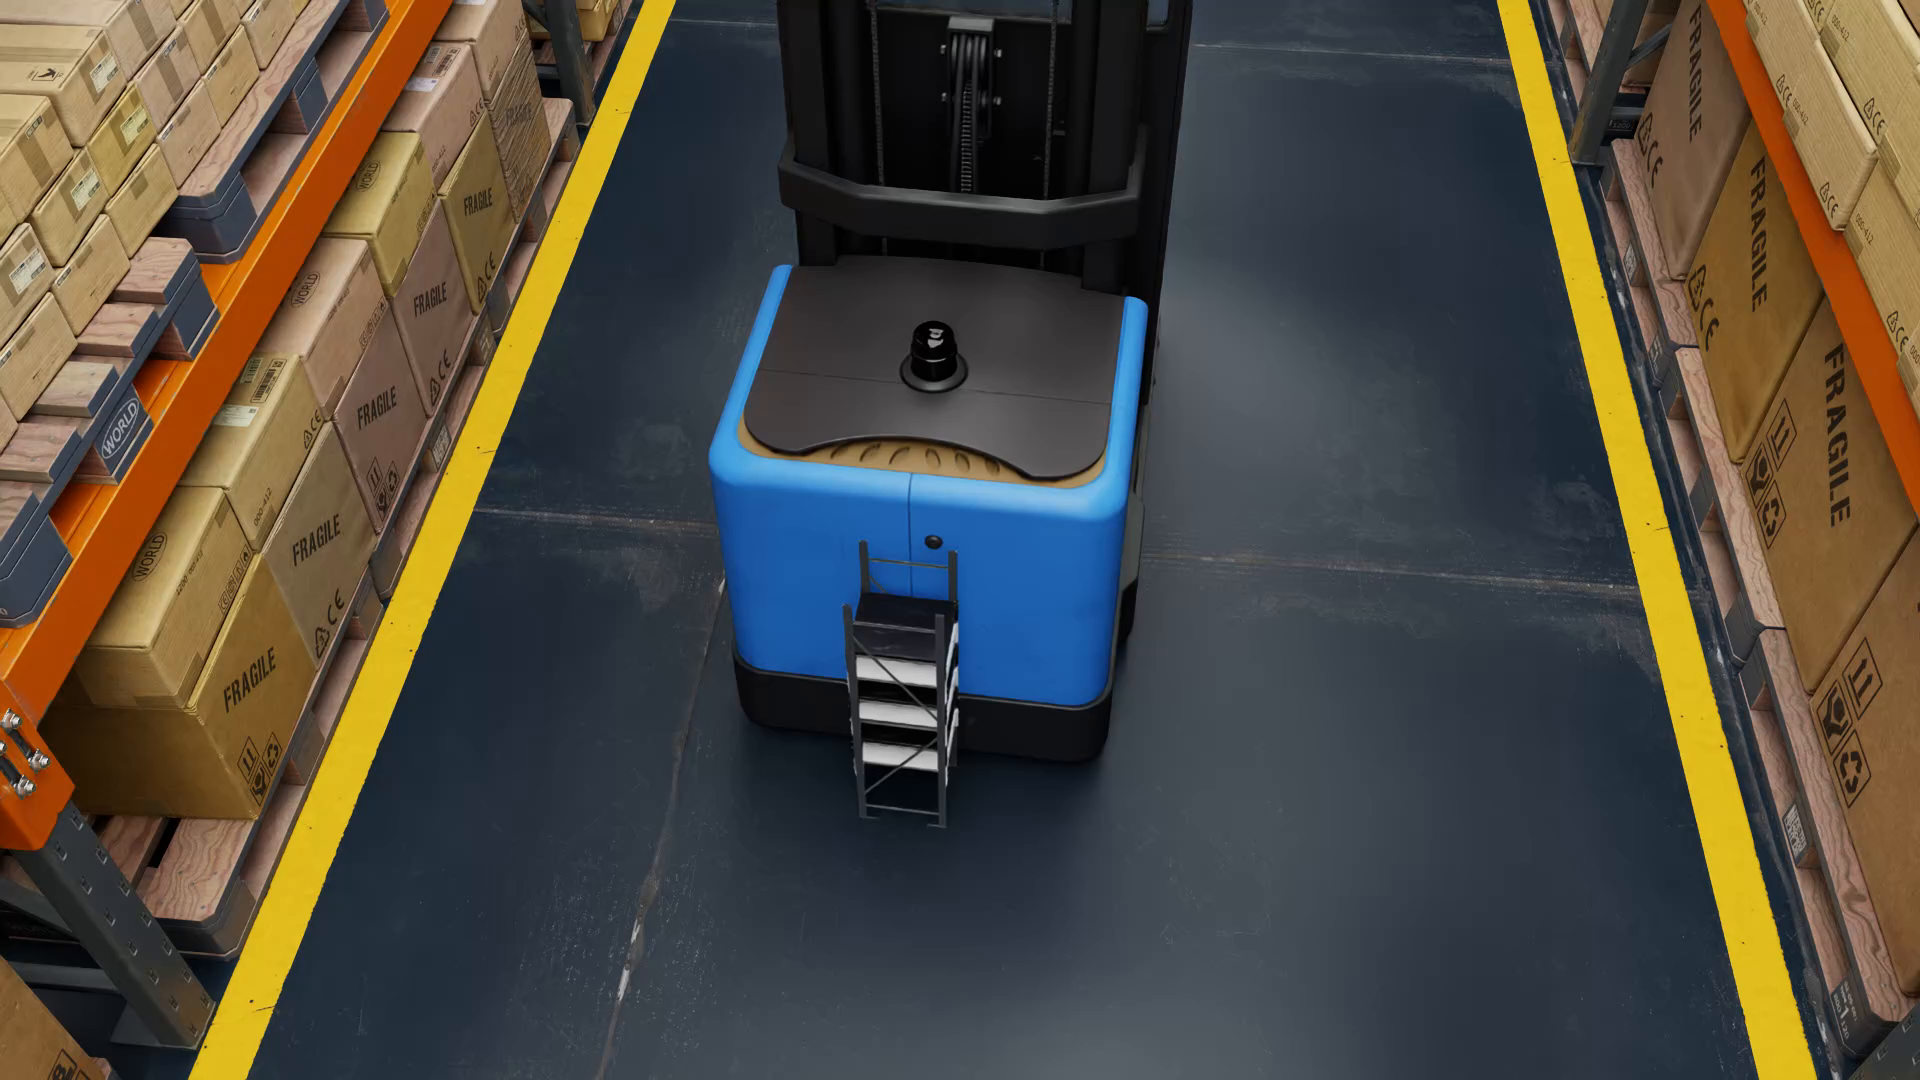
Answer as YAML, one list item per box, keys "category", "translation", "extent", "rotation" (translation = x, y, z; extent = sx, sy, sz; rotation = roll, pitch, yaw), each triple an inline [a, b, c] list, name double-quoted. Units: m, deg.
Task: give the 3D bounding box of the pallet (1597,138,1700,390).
- category: "pallet"
  translation: [2.939, -0.998, 6.020]
  extent: [1.003, 0.211, 1.213]
  rotation: [4, 48, 4]

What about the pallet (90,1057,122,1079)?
- category: "pallet"
  translation: [-2.516, 1.685, 3.566]
  extent: [1.003, 0.211, 1.213]
  rotation: [4, 48, 4]

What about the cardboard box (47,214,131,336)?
- category: "cardboard box"
  translation: [-2.079, -0.598, 3.650]
  extent: [0.380, 0.149, 0.250]
  rotation: [6, 48, 5]

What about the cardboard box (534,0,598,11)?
- category: "cardboard box"
  translation: [-1.653, -2.295, 6.762]
  extent: [0.380, 0.149, 0.250]
  rotation: [6, 48, 5]

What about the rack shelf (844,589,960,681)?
- category: "rack shelf"
  translation: [-0.141, 0.233, 4.106]
  extent: [0.258, 0.077, 0.200]
  rotation: [6, 48, 6]

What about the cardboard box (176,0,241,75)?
- category: "cardboard box"
  translation: [-2.009, -1.276, 4.069]
  extent: [0.380, 0.149, 0.250]
  rotation: [3, 48, 3]

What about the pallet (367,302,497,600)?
- category: "pallet"
  translation: [-2.183, -0.358, 5.434]
  extent: [1.003, 0.211, 1.213]
  rotation: [4, 48, 4]

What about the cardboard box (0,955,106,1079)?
- category: "cardboard box"
  translation: [-2.514, 1.228, 3.334]
  extent: [1.050, 0.750, 0.750]
  rotation: [3, 48, 3]

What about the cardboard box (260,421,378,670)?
- category: "cardboard box"
  translation: [-2.008, -0.001, 4.628]
  extent: [0.500, 0.500, 0.500]
  rotation: [4, 48, 4]

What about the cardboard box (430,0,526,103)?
- category: "cardboard box"
  translation: [-1.821, -1.757, 5.725]
  extent: [0.500, 0.250, 0.500]
  rotation: [3, 48, 2]

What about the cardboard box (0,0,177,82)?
- category: "cardboard box"
  translation: [-2.038, -1.186, 3.785]
  extent: [0.380, 0.149, 0.250]
  rotation: [6, 48, 5]

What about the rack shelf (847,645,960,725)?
- category: "rack shelf"
  translation: [-0.141, 0.355, 4.239]
  extent: [0.258, 0.077, 0.200]
  rotation: [6, 48, 6]

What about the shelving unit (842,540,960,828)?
- category: "shelving unit"
  translation: [-0.141, 0.393, 4.281]
  extent: [0.258, 0.900, 0.210]
  rotation: [6, 48, 6]

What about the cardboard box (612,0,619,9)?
- category: "cardboard box"
  translation: [-1.627, -2.391, 7.052]
  extent: [0.380, 0.149, 0.250]
  rotation: [5, 48, 5]

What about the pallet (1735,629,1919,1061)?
- category: "pallet"
  translation: [2.716, 0.795, 4.380]
  extent: [1.003, 0.211, 1.213]
  rotation: [4, 48, 4]

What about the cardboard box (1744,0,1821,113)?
- category: "cardboard box"
  translation: [2.523, -1.399, 4.599]
  extent: [0.500, 0.250, 0.500]
  rotation: [4, 48, 3]

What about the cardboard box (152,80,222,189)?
- category: "cardboard box"
  translation: [-2.034, -0.993, 4.011]
  extent: [0.380, 0.149, 0.250]
  rotation: [5, 48, 5]

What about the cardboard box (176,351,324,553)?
- category: "cardboard box"
  translation: [-2.019, -0.245, 4.343]
  extent: [0.500, 0.250, 0.500]
  rotation: [3, 48, 3]

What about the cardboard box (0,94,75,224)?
- category: "cardboard box"
  translation: [-2.085, -0.793, 3.425]
  extent: [0.380, 0.149, 0.250]
  rotation: [4, 48, 3]

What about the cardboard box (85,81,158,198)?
- category: "cardboard box"
  translation: [-2.059, -0.911, 3.735]
  extent: [0.380, 0.149, 0.250]
  rotation: [4, 48, 4]

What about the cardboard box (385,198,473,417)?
- category: "cardboard box"
  translation: [-1.919, -0.754, 5.316]
  extent: [0.500, 0.500, 0.500]
  rotation: [3, 48, 3]

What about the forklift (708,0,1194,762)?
- category: "forklift"
  translation: [0.098, -1.479, 4.616]
  extent: [1.130, 2.935, 3.031]
  rotation: [6, 48, 6]

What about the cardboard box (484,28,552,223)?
- category: "cardboard box"
  translation: [-1.821, -1.507, 6.005]
  extent: [0.500, 0.500, 0.500]
  rotation: [3, 48, 3]

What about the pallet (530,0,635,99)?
- category: "pallet"
  translation: [-1.979, -2.325, 7.233]
  extent: [1.003, 0.211, 1.213]
  rotation: [4, 48, 4]

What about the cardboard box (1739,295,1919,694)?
- category: "cardboard box"
  translation: [2.801, -0.154, 4.513]
  extent: [0.875, 0.875, 0.875]
  rotation: [4, 48, 4]

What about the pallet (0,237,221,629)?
- category: "pallet"
  translation: [-2.410, -0.297, 3.619]
  extent: [1.213, 0.211, 1.003]
  rotation: [4, 48, 4]

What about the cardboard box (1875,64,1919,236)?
- category: "cardboard box"
  translation: [2.430, -0.818, 3.728]
  extent: [0.500, 0.250, 0.500]
  rotation: [3, 48, 3]

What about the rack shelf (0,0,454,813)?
- category: "rack shelf"
  translation: [-2.187, -1.058, 4.672]
  extent: [1.077, 0.370, 4.000]
  rotation: [4, 48, 4]

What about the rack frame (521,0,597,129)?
- category: "rack frame"
  translation: [-2.005, -2.770, 5.751]
  extent: [1.000, 3.000, 0.127]
  rotation: [4, 48, 4]

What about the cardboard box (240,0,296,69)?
- category: "cardboard box"
  translation: [-1.983, -1.369, 4.355]
  extent: [0.380, 0.149, 0.250]
  rotation: [2, 48, 2]

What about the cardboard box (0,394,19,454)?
- category: "cardboard box"
  translation: [-2.127, -0.203, 3.289]
  extent: [0.380, 0.149, 0.250]
  rotation: [3, 48, 3]

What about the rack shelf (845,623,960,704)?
- category: "rack shelf"
  translation: [-0.141, 0.294, 4.172]
  extent: [0.258, 0.077, 0.200]
  rotation: [6, 48, 6]

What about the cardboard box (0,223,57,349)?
- category: "cardboard box"
  translation: [-2.102, -0.529, 3.385]
  extent: [0.380, 0.149, 0.250]
  rotation: [6, 48, 5]

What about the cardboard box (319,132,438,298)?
- category: "cardboard box"
  translation: [-1.915, -0.991, 5.025]
  extent: [0.500, 0.250, 0.500]
  rotation: [2, 48, 2]

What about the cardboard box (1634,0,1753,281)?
- category: "cardboard box"
  translation: [2.957, -1.475, 5.722]
  extent: [0.875, 0.875, 0.875]
  rotation: [5, 48, 5]

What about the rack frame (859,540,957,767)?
- category: "rack frame"
  translation: [-0.126, 0.319, 4.348]
  extent: [0.240, 0.900, 0.006]
  rotation: [6, 48, 6]

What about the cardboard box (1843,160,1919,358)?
- category: "cardboard box"
  translation: [2.450, -0.656, 3.919]
  extent: [0.500, 0.250, 0.500]
  rotation: [3, 48, 3]

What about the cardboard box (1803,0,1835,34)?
- category: "cardboard box"
  translation: [2.521, -1.571, 4.417]
  extent: [0.500, 0.250, 0.500]
  rotation: [4, 48, 4]
